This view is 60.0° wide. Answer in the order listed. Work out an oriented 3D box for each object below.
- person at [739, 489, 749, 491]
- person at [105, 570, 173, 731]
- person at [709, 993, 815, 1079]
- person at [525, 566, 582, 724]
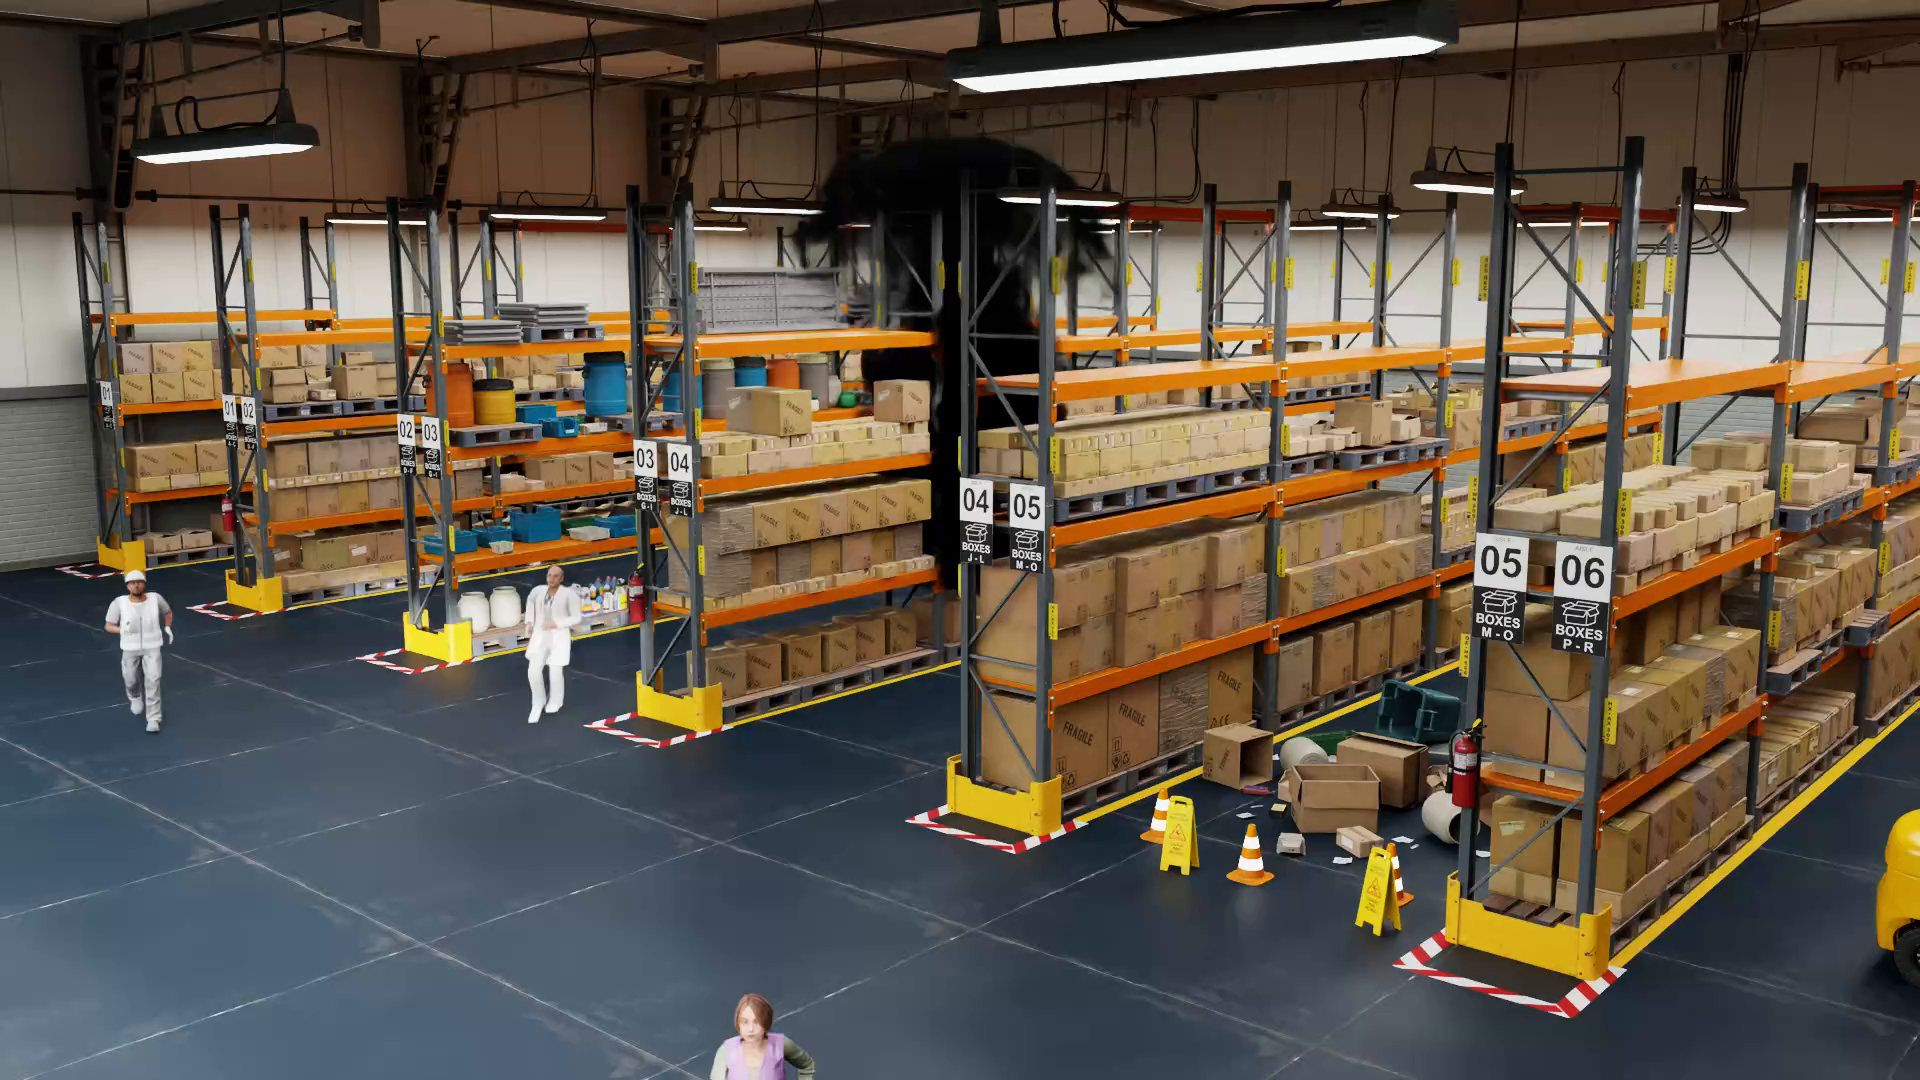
[{"bbox_3d":[-3.723,-0.451,28.857,0.644,1.677,0.591,6,11,31],"label":"person"},{"bbox_3d":[-9.150,1.209,18.592,0.693,1.763,0.970,-5,11,-27],"label":"person"},{"bbox_3d":[-0.999,3.031,8.277,0.508,1.602,0.672,1,9,3],"label":"person"},{"bbox_3d":[-4.636,1.179,18.967,0.708,1.802,0.712,0,9,1],"label":"person"}]
